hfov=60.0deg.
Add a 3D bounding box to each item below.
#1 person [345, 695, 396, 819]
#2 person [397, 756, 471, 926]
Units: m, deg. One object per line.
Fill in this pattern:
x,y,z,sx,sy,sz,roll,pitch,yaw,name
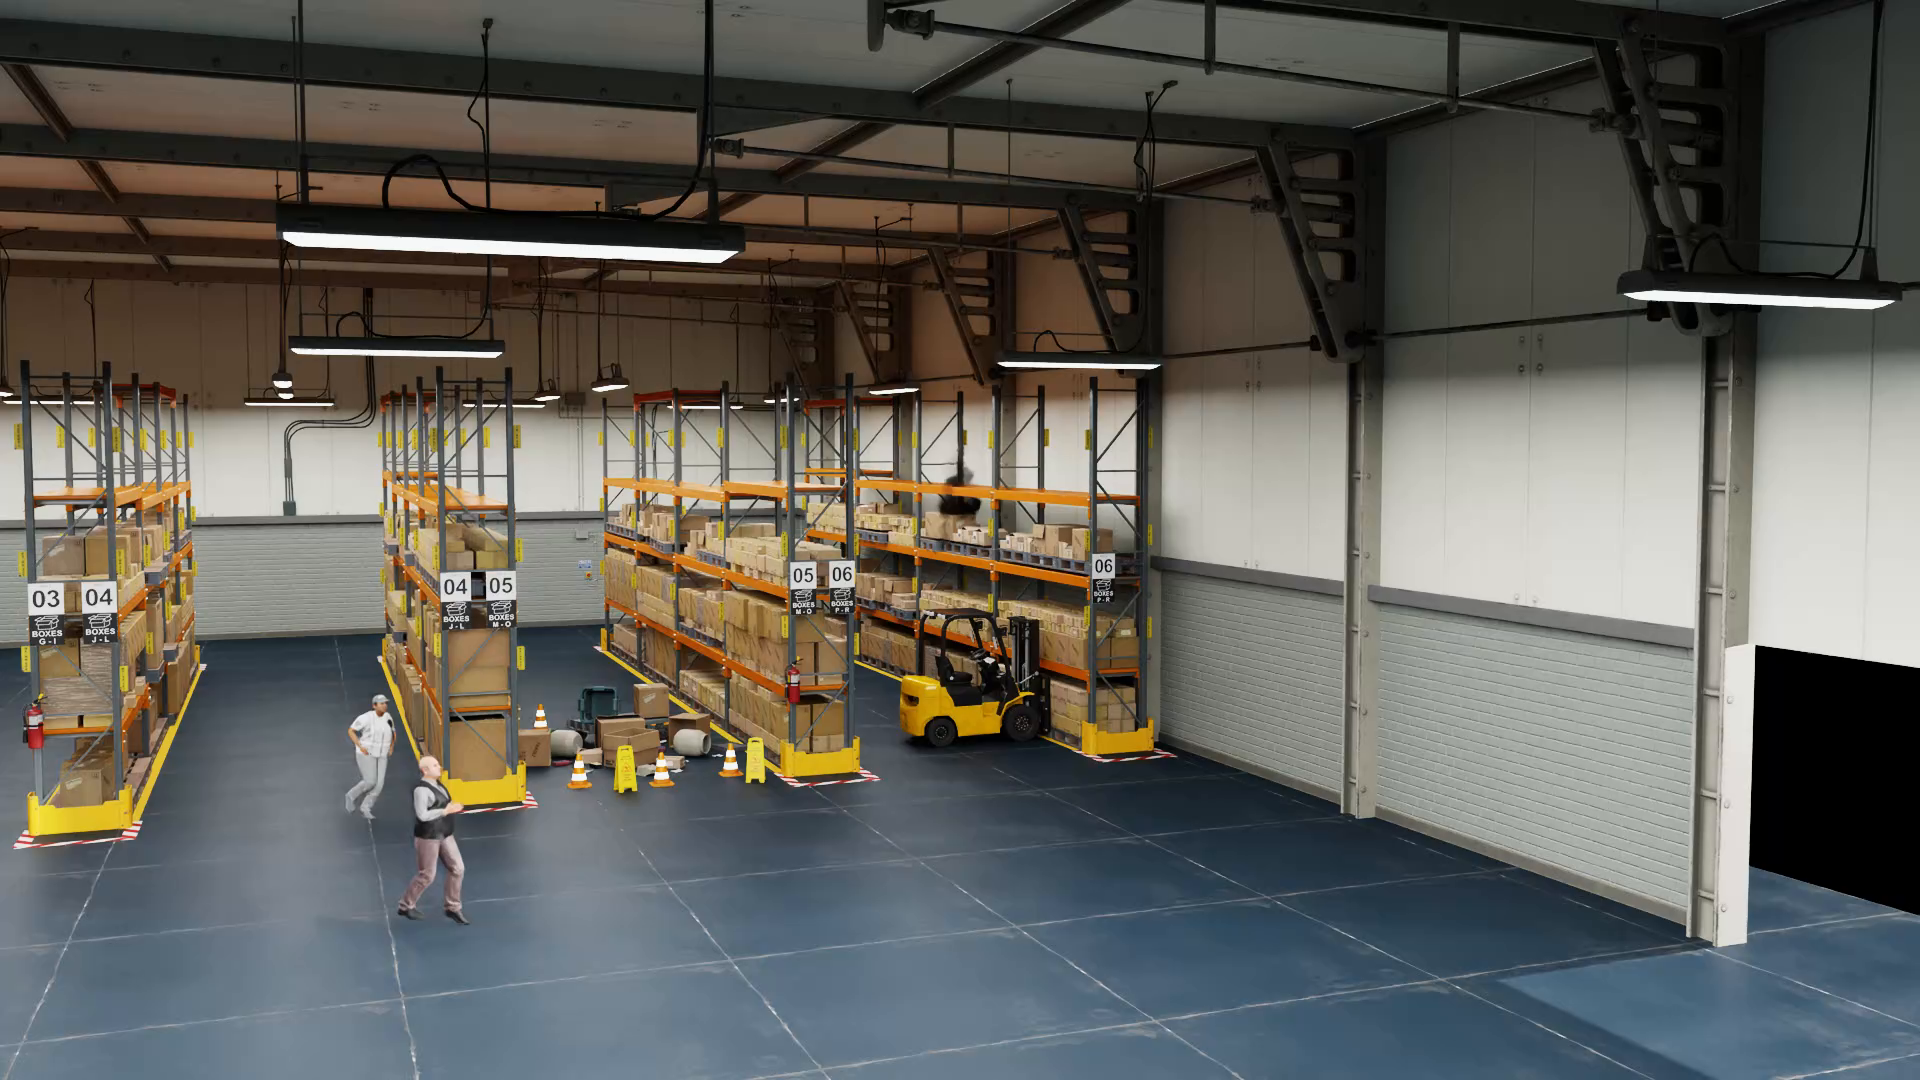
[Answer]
-7.814,2.879,22.174,0.516,1.639,0.662,2,4,36,person
-5.425,3.107,17.111,0.742,1.772,0.643,1,3,10,person
